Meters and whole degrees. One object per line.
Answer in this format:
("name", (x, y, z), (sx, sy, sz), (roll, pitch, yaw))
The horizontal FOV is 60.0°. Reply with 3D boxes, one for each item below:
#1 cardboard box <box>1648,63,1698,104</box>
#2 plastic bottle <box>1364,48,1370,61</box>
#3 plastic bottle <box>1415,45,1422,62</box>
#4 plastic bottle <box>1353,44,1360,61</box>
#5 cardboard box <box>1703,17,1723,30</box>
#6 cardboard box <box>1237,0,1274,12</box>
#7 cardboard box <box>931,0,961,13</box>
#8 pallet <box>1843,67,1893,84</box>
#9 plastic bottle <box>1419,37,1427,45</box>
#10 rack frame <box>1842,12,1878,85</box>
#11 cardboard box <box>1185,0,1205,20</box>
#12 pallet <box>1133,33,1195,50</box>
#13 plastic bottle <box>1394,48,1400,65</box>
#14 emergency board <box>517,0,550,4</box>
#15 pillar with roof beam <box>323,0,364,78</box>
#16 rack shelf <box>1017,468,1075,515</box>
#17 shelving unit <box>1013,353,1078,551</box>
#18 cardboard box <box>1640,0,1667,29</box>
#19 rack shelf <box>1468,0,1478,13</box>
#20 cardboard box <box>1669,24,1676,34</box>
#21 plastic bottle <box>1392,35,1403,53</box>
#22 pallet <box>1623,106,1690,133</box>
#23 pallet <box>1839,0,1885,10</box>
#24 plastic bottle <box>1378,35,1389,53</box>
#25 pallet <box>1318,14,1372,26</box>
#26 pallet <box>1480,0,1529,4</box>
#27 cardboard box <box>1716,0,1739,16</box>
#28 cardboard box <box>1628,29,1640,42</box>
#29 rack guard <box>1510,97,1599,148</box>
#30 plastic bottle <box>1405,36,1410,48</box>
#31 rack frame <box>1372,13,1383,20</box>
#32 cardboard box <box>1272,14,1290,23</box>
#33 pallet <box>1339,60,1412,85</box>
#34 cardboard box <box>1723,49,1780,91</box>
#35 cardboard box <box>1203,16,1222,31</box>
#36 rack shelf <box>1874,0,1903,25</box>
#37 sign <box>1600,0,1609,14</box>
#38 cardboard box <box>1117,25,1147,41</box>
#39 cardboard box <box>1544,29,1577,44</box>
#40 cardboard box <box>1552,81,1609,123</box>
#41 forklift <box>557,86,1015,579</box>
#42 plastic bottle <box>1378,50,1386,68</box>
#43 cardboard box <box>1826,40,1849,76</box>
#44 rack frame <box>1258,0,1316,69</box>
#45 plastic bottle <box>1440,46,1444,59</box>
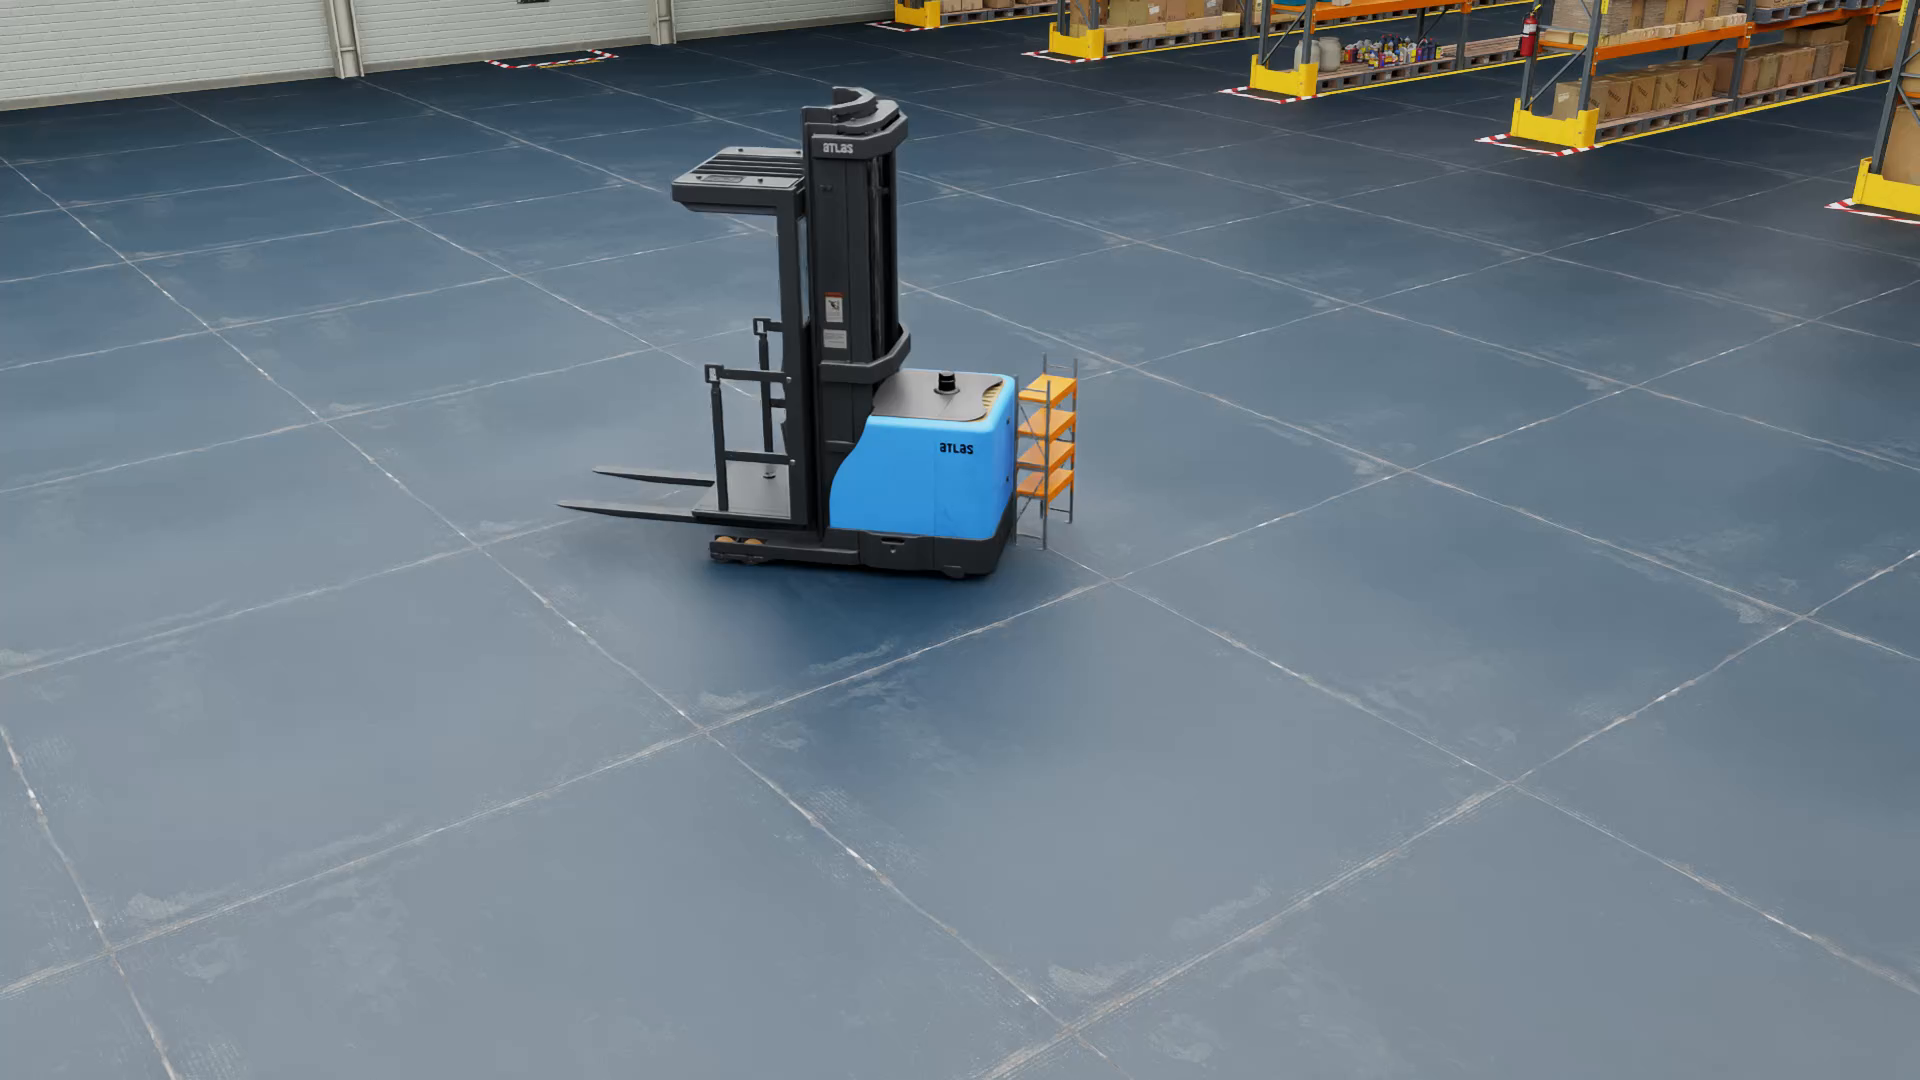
("cardboard box", (10.605, -6.810, 24.830), (0.500, 0.500, 0.500), (-9, 26, -18))
("plastic bottle", (6.923, -8.257, 28.280), (0.097, 0.201, 0.097), (0, 25, 0))
("plastic bottle", (7.752, -8.234, 28.134), (0.133, 0.283, 0.061), (-16, 29, -31))
("plastic bottle", (6.686, -8.276, 28.231), (0.135, 0.276, 0.152), (-19, 31, -35))
("cardboard box", (10.839, -7.519, 24.187), (0.250, 0.149, 0.380), (-18, 31, -34))
("cardboard box", (5.760, -10.500, 32.413), (0.500, 0.311, 0.500), (-18, 30, -34))
("cardboard box", (-0.327, -11.008, 34.078), (0.500, 0.311, 0.500), (-23, 33, -40))
("pallet", (15.205, -7.949, 28.127), (1.213, 0.211, 1.003), (-18, 31, -34))
("plastic bottle", (7.917, -8.419, 28.451), (0.185, 0.351, 0.144), (-18, 31, -34))
("rack frame", (14.538, -9.034, 27.152), (0.127, 3.000, 1.000), (-18, 31, -34))
("cardboard box", (4.259, -10.111, 31.350), (0.500, 0.500, 0.500), (-18, 31, -34))
("pallet", (3.669, -9.501, 31.472), (1.213, 0.211, 1.003), (-18, 31, -34))
("plastic bottle", (7.314, -8.094, 27.845), (0.097, 0.271, 0.097), (0, 25, 0))
("emergency board", (-7.617, -10.163, 29.585), (0.626, 1.169, 0.157), (-18, 31, -34))
("pillar with roof beam", (-7.696, -10.525, 23.238), (0.400, 9.000, 9.100), (-18, 31, -34))
("rack shelf", (0.566, -0.344, 11.198), (0.258, 0.148, 0.480), (11, 27, 22))
("shelving unit", (0.566, -0.586, 11.086), (0.258, 1.200, 0.503), (11, 27, 22))
("cardboard box", (9.432, -7.555, 23.494), (0.500, 0.500, 0.875), (-18, 31, -34))
("rack shelf", (9.908, -9.829, 29.720), (4.000, 0.370, 1.077), (-18, 31, -34))
("cardboard box", (9.969, -7.303, 23.722), (0.250, 0.149, 0.380), (-18, 31, -34))
("plastic bottle", (7.532, -8.514, 28.655), (0.185, 0.351, 0.144), (-18, 31, -34))
("pallet", (9.923, -6.225, 24.413), (1.213, 0.211, 1.003), (-18, 31, -34))
("pallet", (14.043, -8.727, 26.718), (1.003, 0.211, 1.213), (-18, 31, -34))
("plastic bottle", (7.295, -8.512, 28.653), (0.185, 0.351, 0.144), (-20, 31, -36))
("pallet", (7.757, -10.851, 34.380), (1.213, 0.211, 1.003), (-18, 31, -34))
("pallet", (12.117, -12.269, 37.435), (1.213, 0.211, 1.003), (-18, 31, -34))
("cardboard box", (10.998, -8.079, 24.622), (0.500, 0.500, 0.875), (-18, 31, -34))
("cardboard box", (9.213, -7.027, 23.127), (0.250, 0.149, 0.380), (-18, 31, -34))
("rack guard", (8.303, -5.842, 23.243), (0.348, 0.500, 1.175), (-18, 31, -34))
("plastic bottle", (7.813, -8.660, 29.065), (0.097, 0.271, 0.097), (0, 25, 0))
("rack frame", (8.428, -12.317, 34.226), (0.127, 3.000, 1.000), (-18, 31, -34))
("cardboard box", (6.154, -10.376, 32.811), (0.500, 0.250, 0.500), (-17, 30, -33))
("pallet", (6.819, -7.892, 28.003), (1.213, 0.211, 1.003), (-18, 31, -34))
("cardboard box", (12.274, -7.331, 25.929), (0.500, 0.500, 0.700), (-18, 31, -34))
("cardboard box", (4.651, -9.901, 31.789), (0.500, 0.250, 0.500), (-18, 31, -34))
("rack shelf", (16.112, -9.227, 28.423), (4.000, 0.370, 1.077), (-18, 31, -34))
("sign", (8.578, -7.169, 22.105), (0.005, 0.325, 0.100), (-18, 31, -34))
("cardboard box", (3.084, -9.379, 30.662), (0.500, 0.250, 0.500), (-18, 31, -34))
("cardboard box", (8.340, -6.984, 23.034), (0.250, 0.149, 0.380), (-18, 31, -34))
("cardboard box", (8.745, -6.169, 23.450), (0.500, 0.500, 0.500), (-12, 28, -25))
("forklift", (-1.178, -1.379, 10.739), (3.031, 2.935, 1.130), (5, 25, 10))
("plastic bottle", (6.995, -7.985, 27.595), (0.133, 0.283, 0.061), (-18, 30, -33))
("cardboard box", (14.023, -7.919, 27.197), (0.500, 0.500, 0.700), (-20, 32, -37))
("rack frame", (5.187, -8.597, 26.210), (0.127, 3.000, 1.000), (-18, 31, -34))
("plastic bottle", (8.241, -8.369, 28.520), (0.097, 0.201, 0.097), (0, 25, 0))
